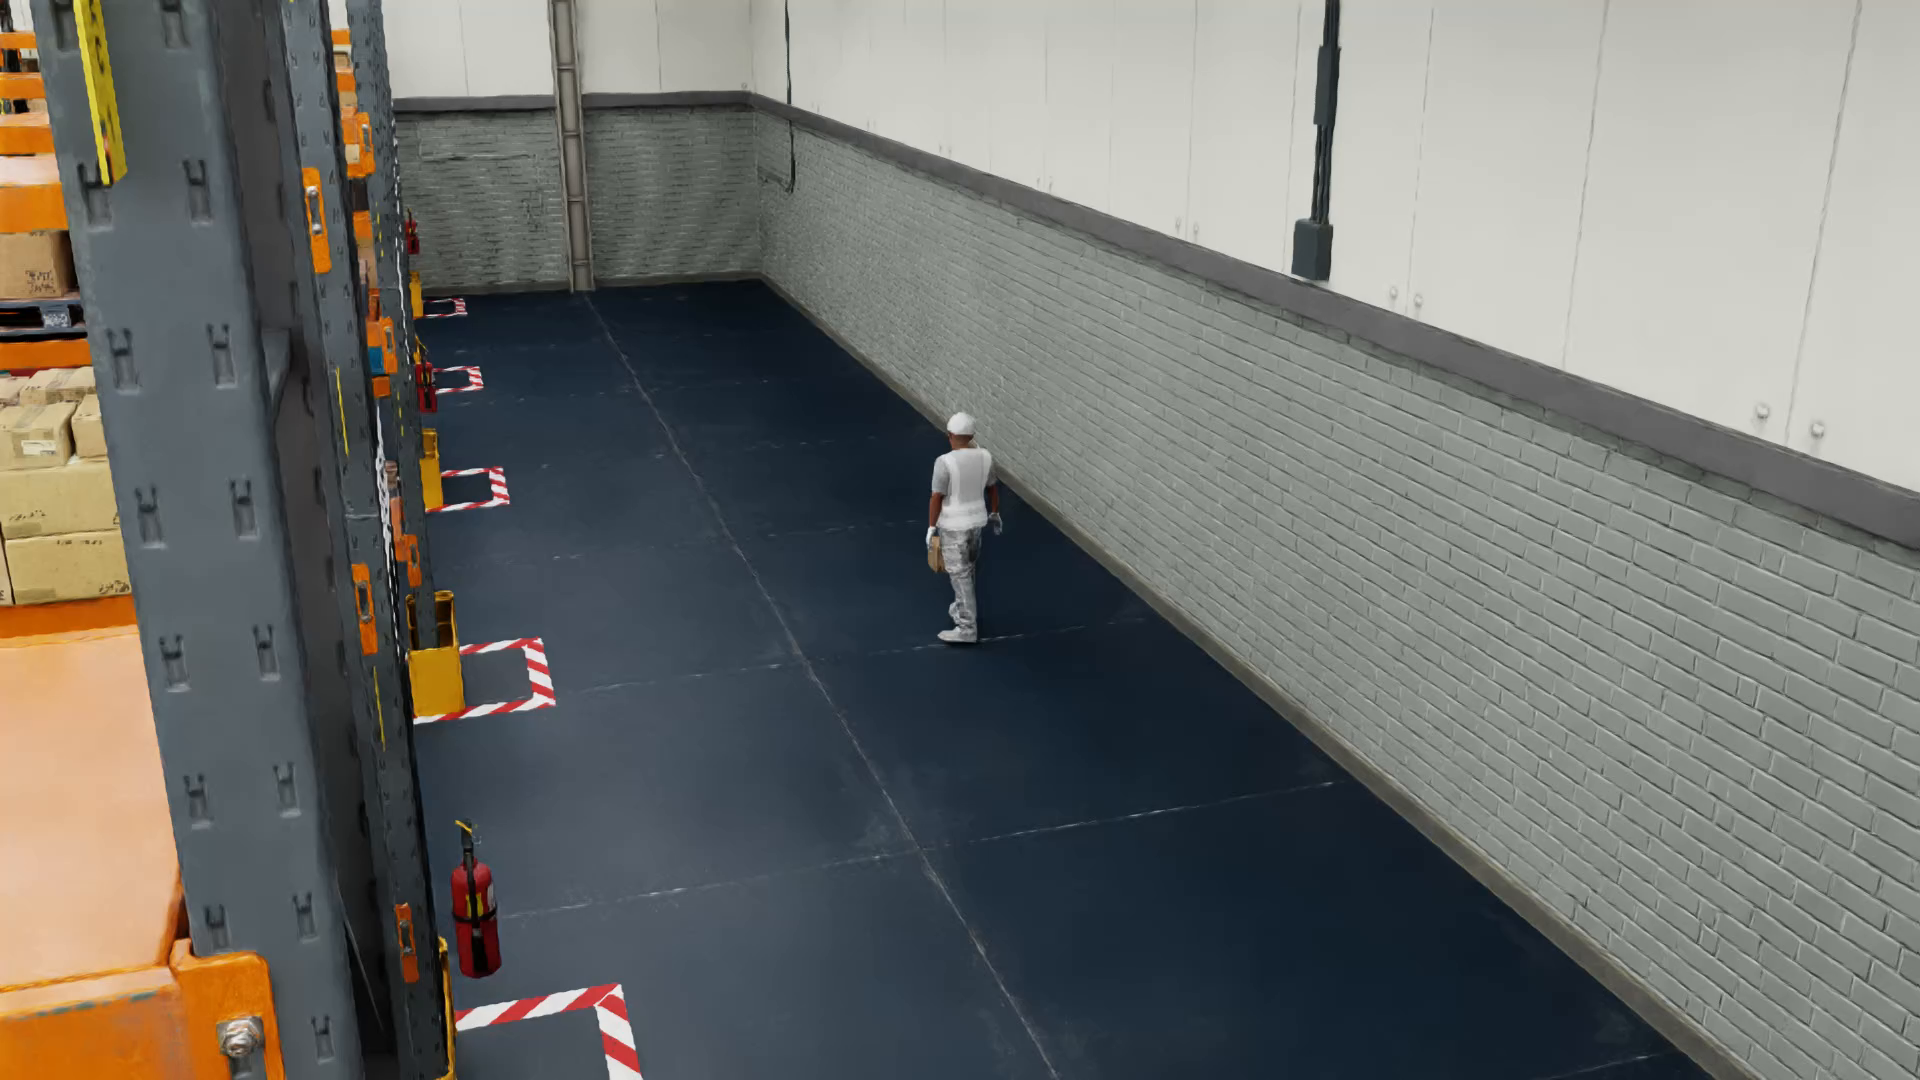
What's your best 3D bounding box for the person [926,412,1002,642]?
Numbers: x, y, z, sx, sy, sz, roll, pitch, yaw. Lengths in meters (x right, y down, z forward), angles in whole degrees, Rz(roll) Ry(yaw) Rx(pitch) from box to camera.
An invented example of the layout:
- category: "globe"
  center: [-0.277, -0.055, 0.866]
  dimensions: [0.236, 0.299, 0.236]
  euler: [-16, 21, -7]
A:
- category: "person"
  center: [0.012, -0.136, 12.971]
  dimensions: [0.704, 1.786, 0.643]
  euler: [-16, 25, -39]
